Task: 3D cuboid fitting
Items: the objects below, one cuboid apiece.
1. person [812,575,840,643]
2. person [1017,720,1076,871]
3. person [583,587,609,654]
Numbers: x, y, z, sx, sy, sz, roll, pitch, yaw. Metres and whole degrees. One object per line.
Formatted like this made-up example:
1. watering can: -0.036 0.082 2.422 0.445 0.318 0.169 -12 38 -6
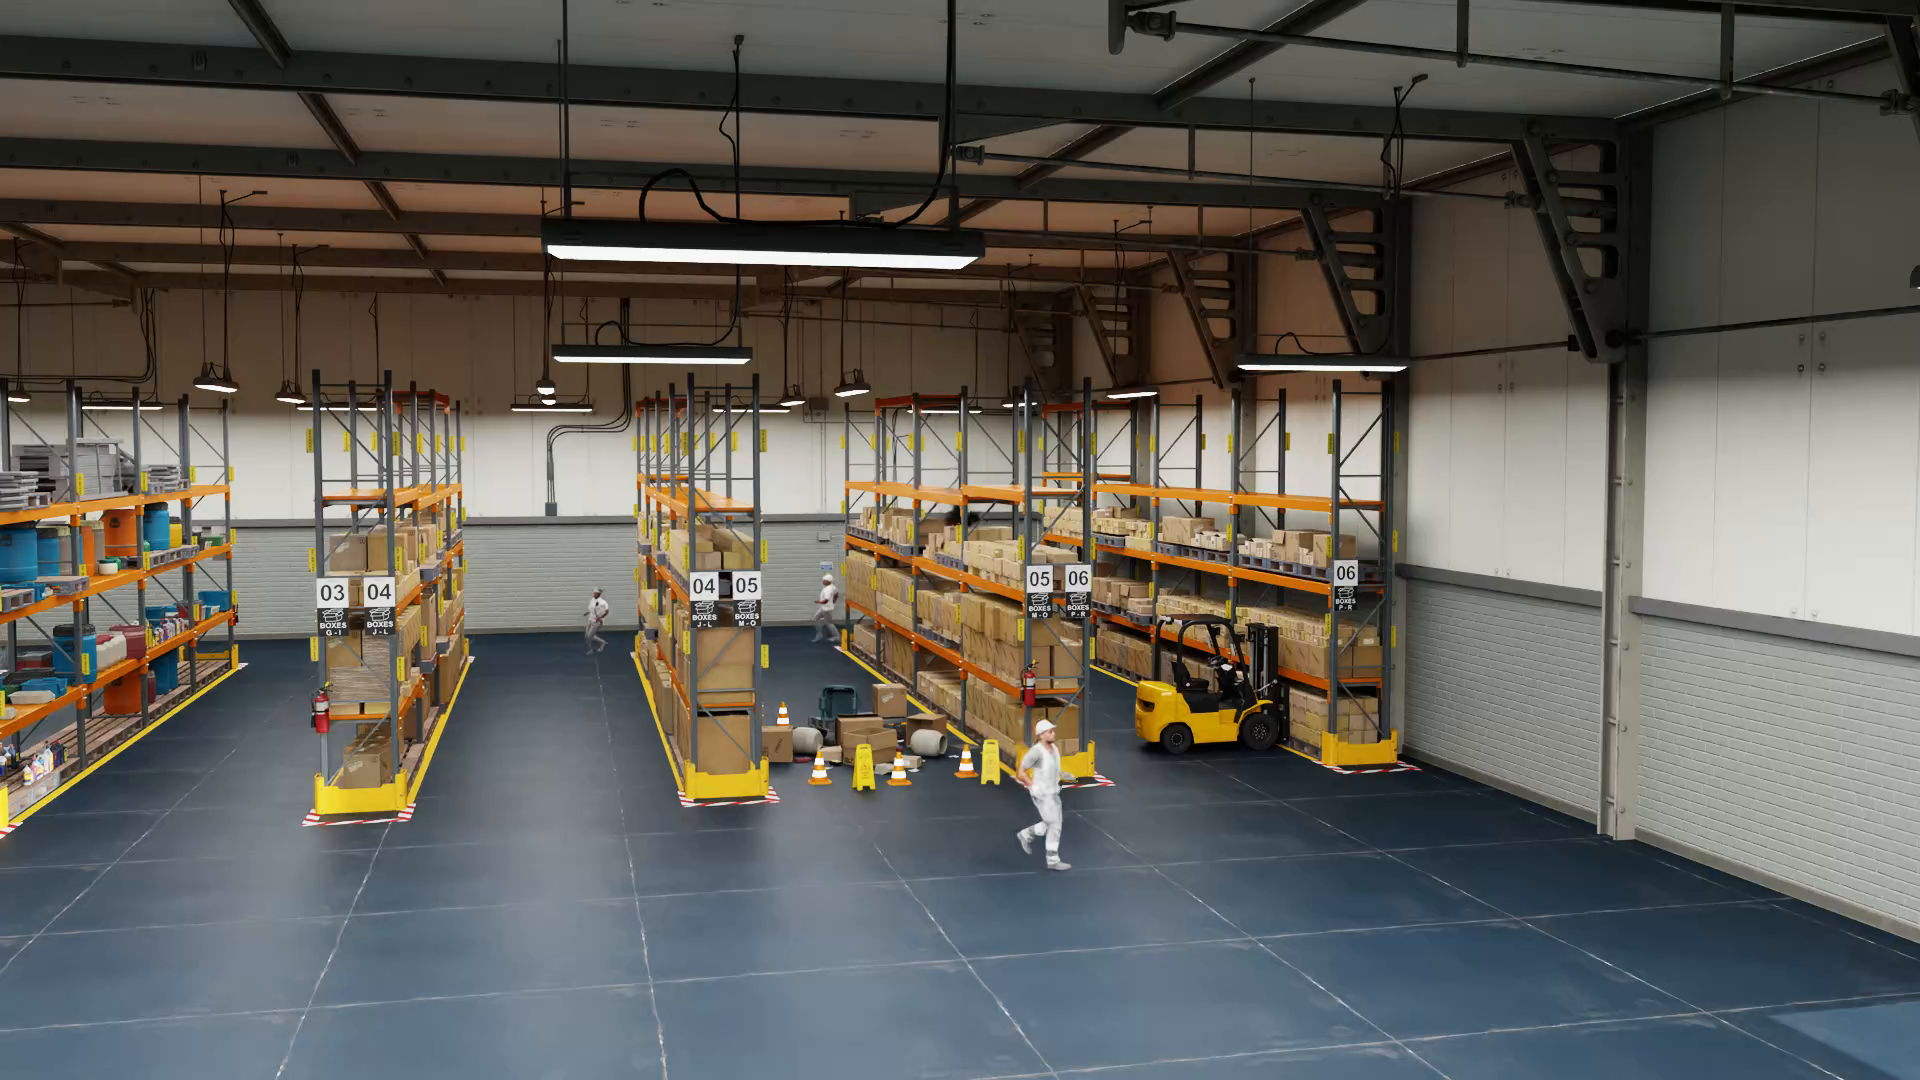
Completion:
1. person: -3.337 1.723 41.583 0.716 1.743 0.712 0 3 -8
2. person: 0.965 2.991 19.588 0.760 1.755 0.657 2 4 34
3. person: -8.652 1.921 39.478 0.580 1.626 0.530 3 4 43
